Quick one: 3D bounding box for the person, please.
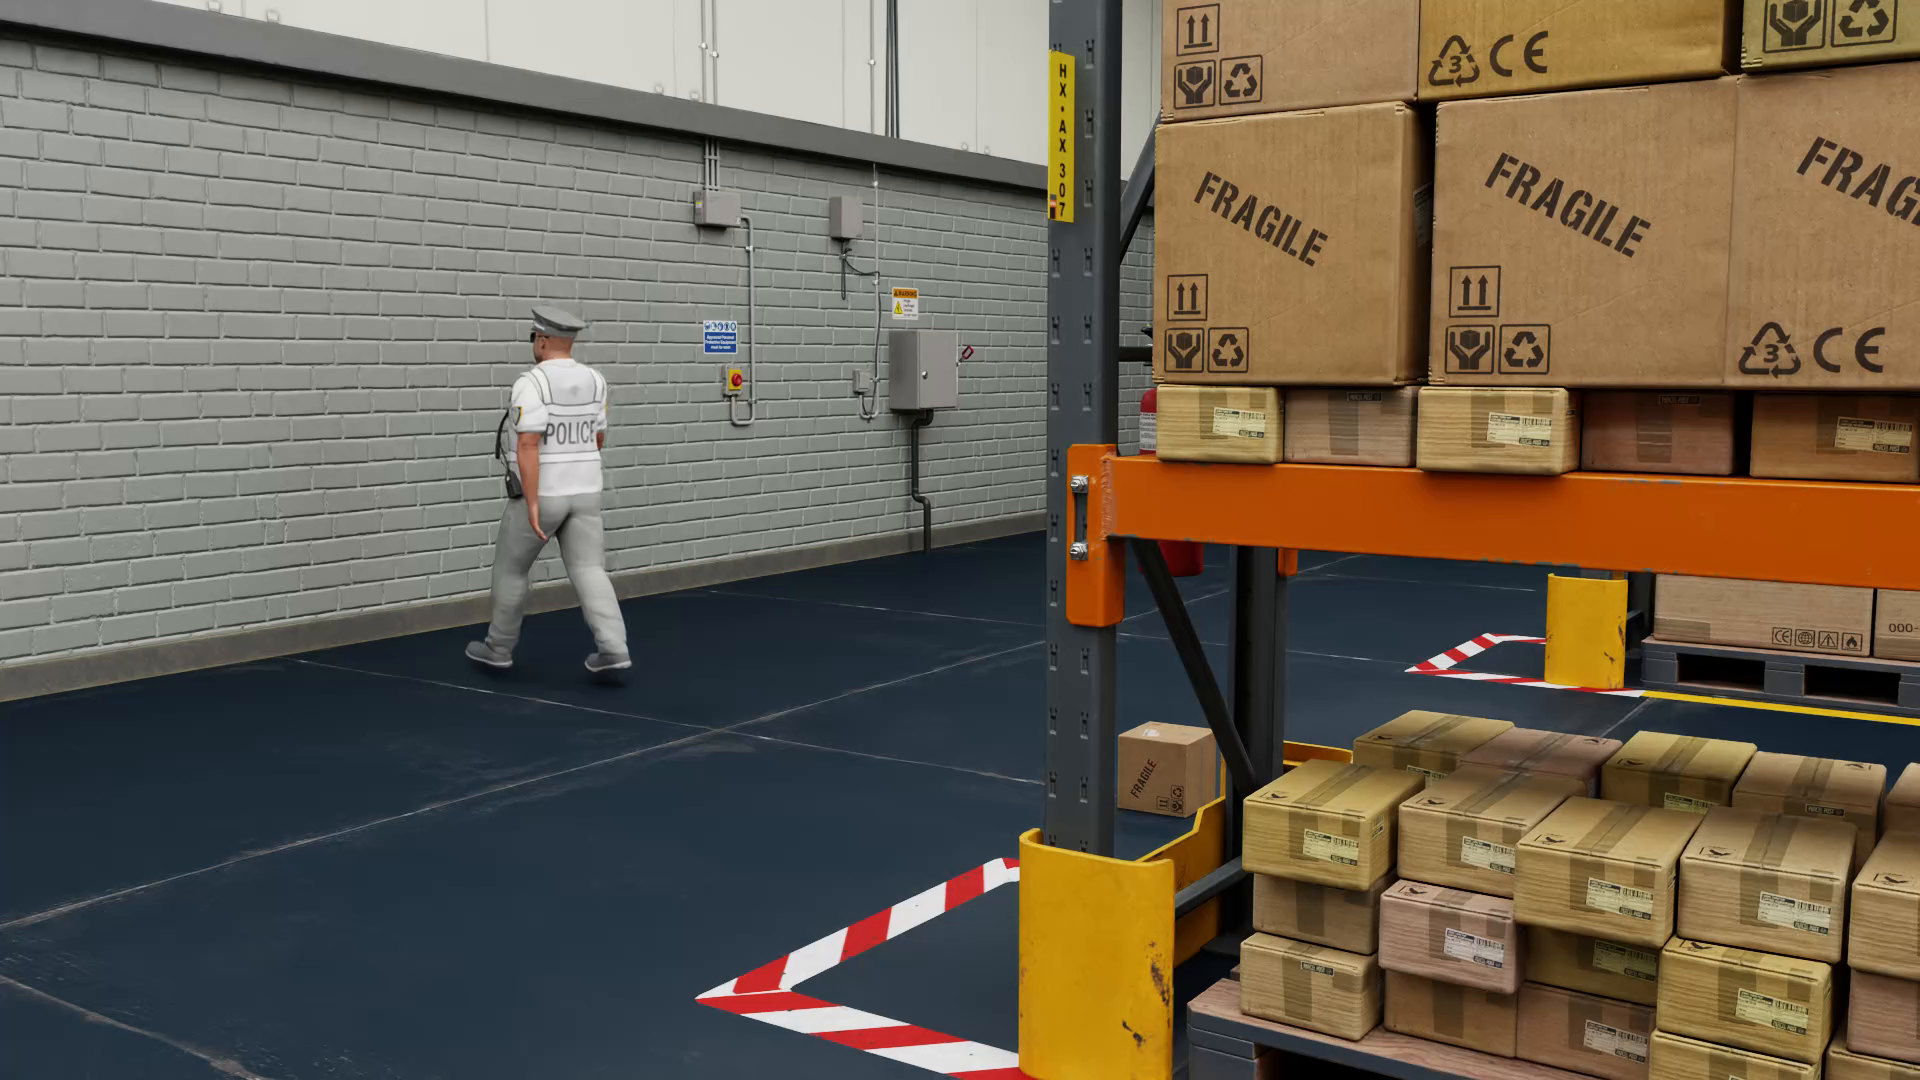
[{"bbox_3d":[-1.932,-0.242,7.824,1.013,1.717,0.548,6,9,43],"label":"person"}]
